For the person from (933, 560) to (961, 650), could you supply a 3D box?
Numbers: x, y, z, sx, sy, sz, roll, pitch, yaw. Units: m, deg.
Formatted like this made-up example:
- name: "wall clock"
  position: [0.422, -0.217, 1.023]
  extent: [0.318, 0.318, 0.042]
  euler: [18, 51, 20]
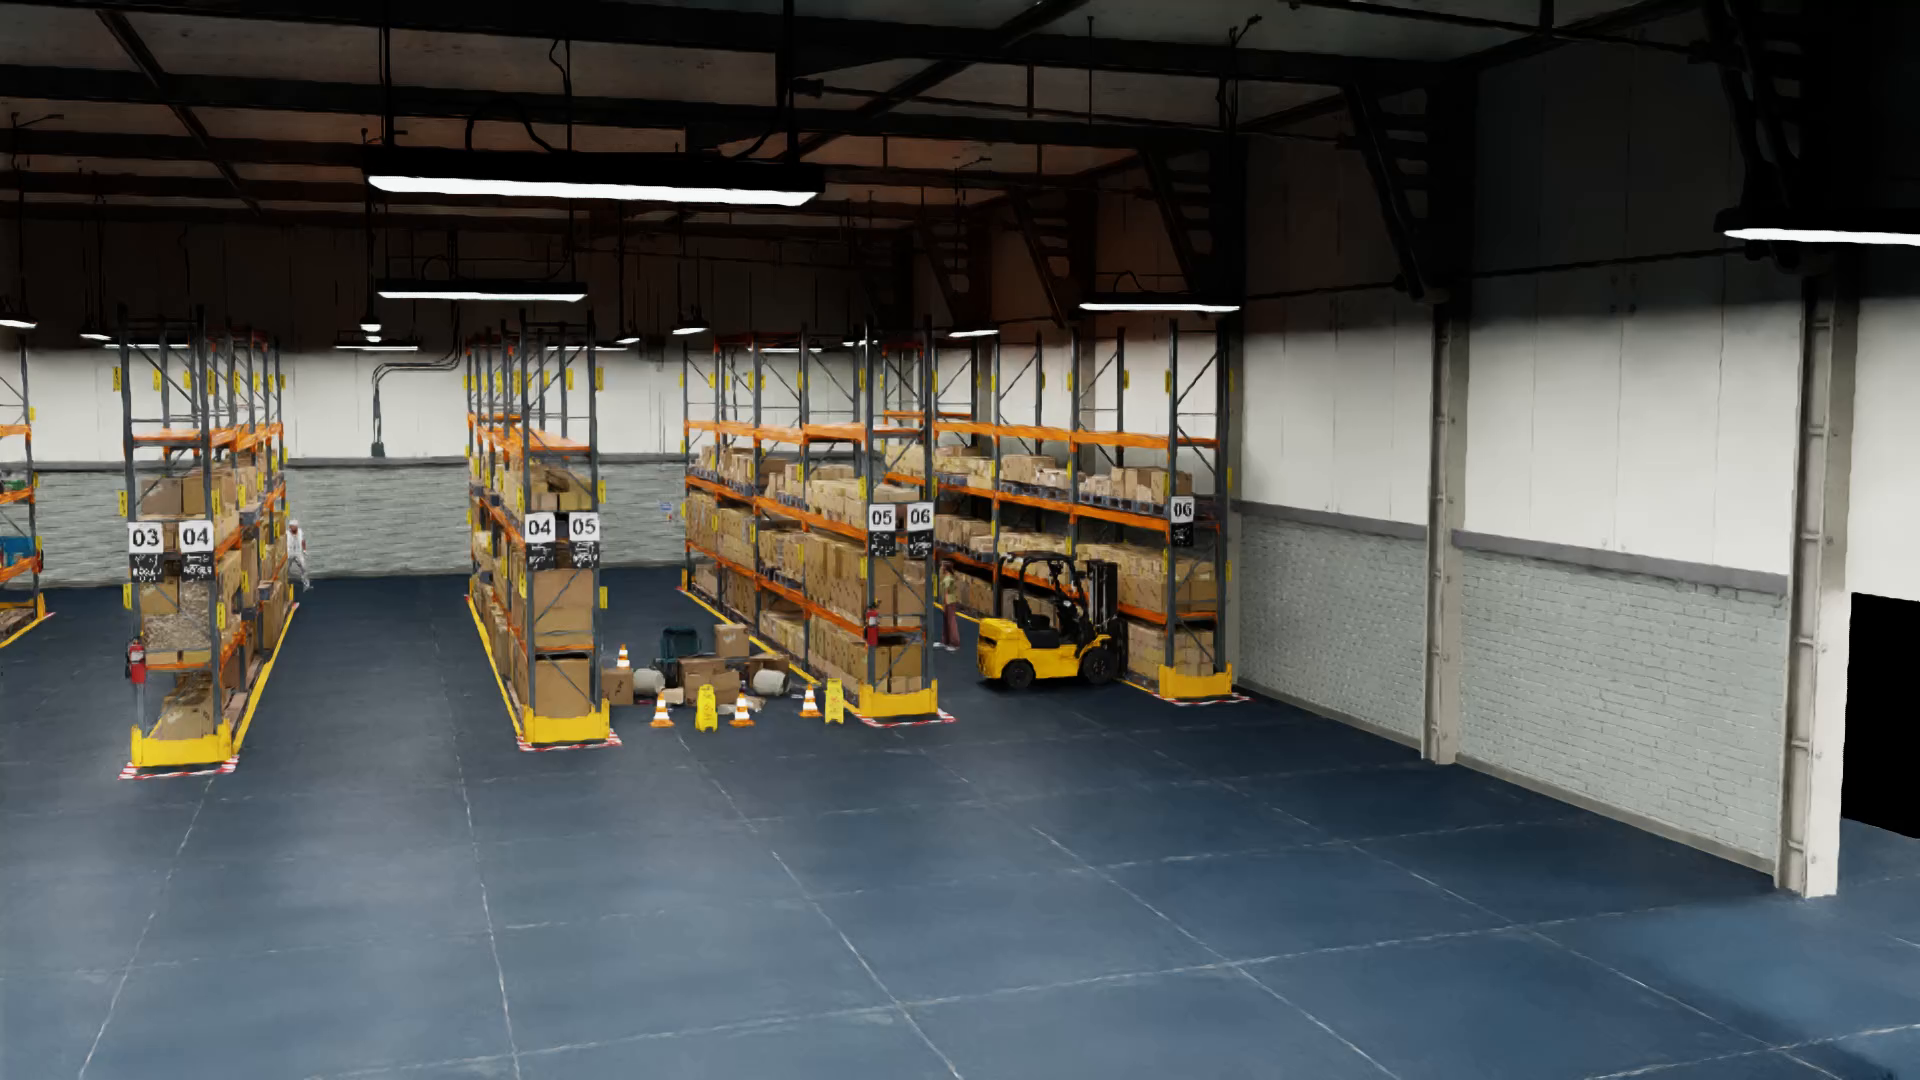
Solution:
- name: "person"
  position: [-0.249, 1.204, 31.129]
  extent: [0.569, 1.668, 0.559]
  euler: [1, 5, 9]

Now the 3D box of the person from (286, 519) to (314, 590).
- name: "person"
  position: [-16.039, 0.345, 40.026]
  extent: [0.703, 1.718, 0.843]
  euler: [-4, 7, -35]
